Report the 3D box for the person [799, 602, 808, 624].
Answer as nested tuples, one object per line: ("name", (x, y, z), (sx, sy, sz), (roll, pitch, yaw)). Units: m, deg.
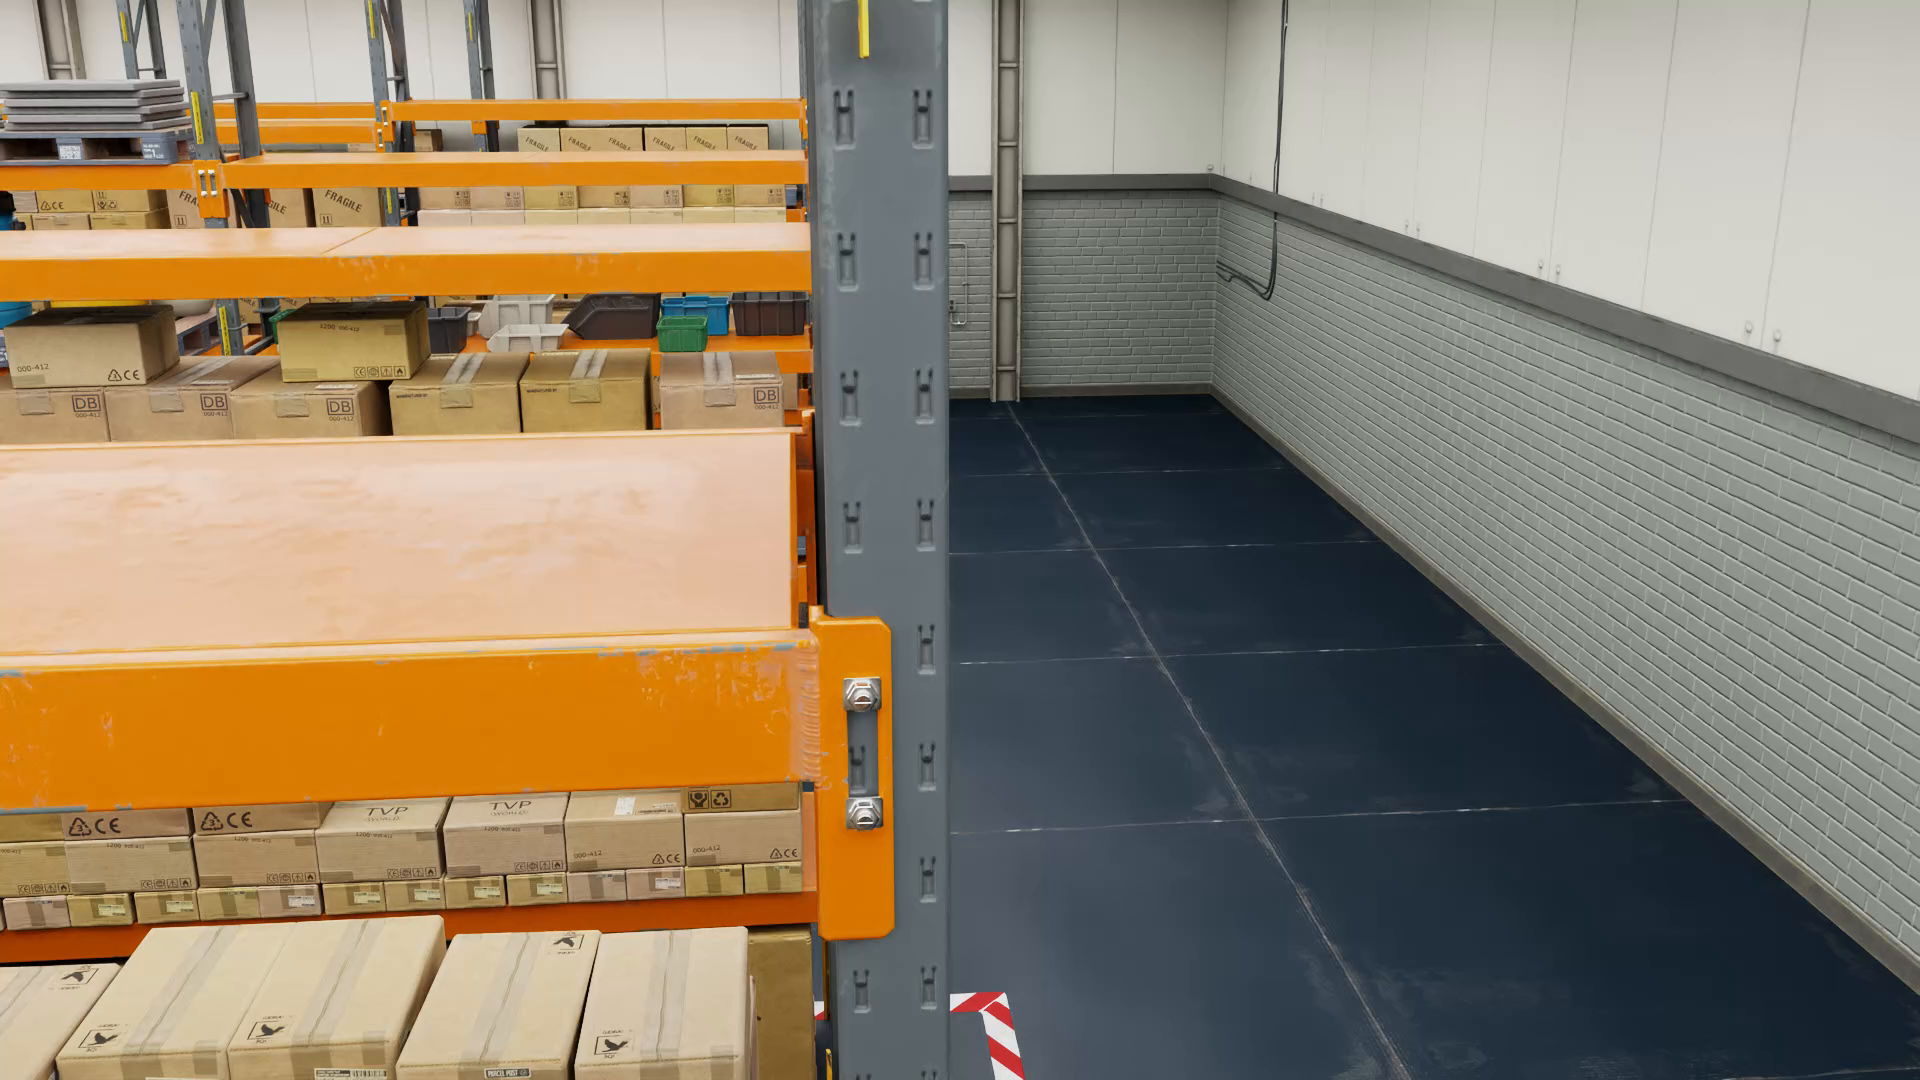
("person", (-1.404, -0.071, 14.325), (0.436, 1.725, 0.528), (-2, 17, -6))
